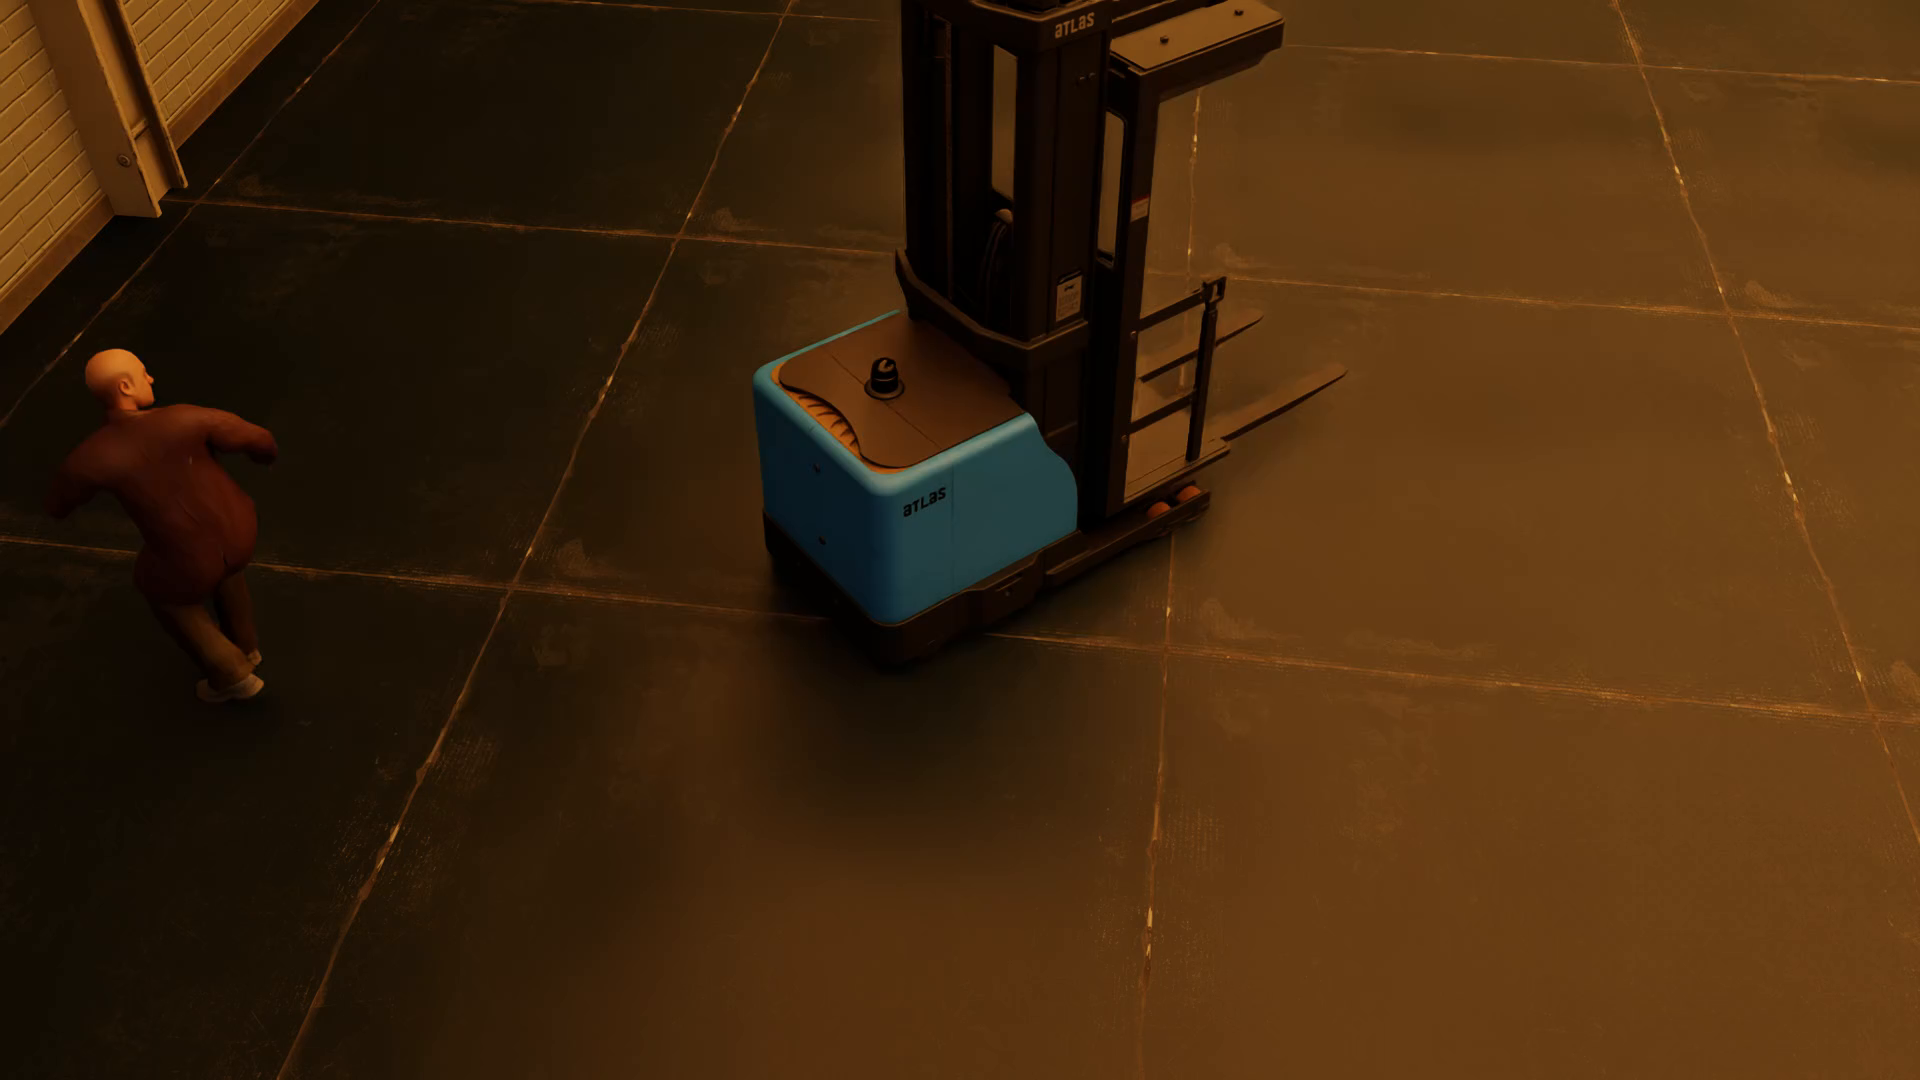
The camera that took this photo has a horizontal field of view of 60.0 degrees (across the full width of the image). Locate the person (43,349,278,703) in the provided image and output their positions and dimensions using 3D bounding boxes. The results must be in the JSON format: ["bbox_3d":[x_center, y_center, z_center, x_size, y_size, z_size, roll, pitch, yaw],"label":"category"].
[{"bbox_3d":[-3.176,-0.107,6.774,0.876,1.671,0.797,-31,51,-29],"label":"person"}]

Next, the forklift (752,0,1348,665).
[{"bbox_3d":[0.579,-1.354,7.198,3.031,2.935,1.130,-27,49,-26],"label":"forklift"}]
